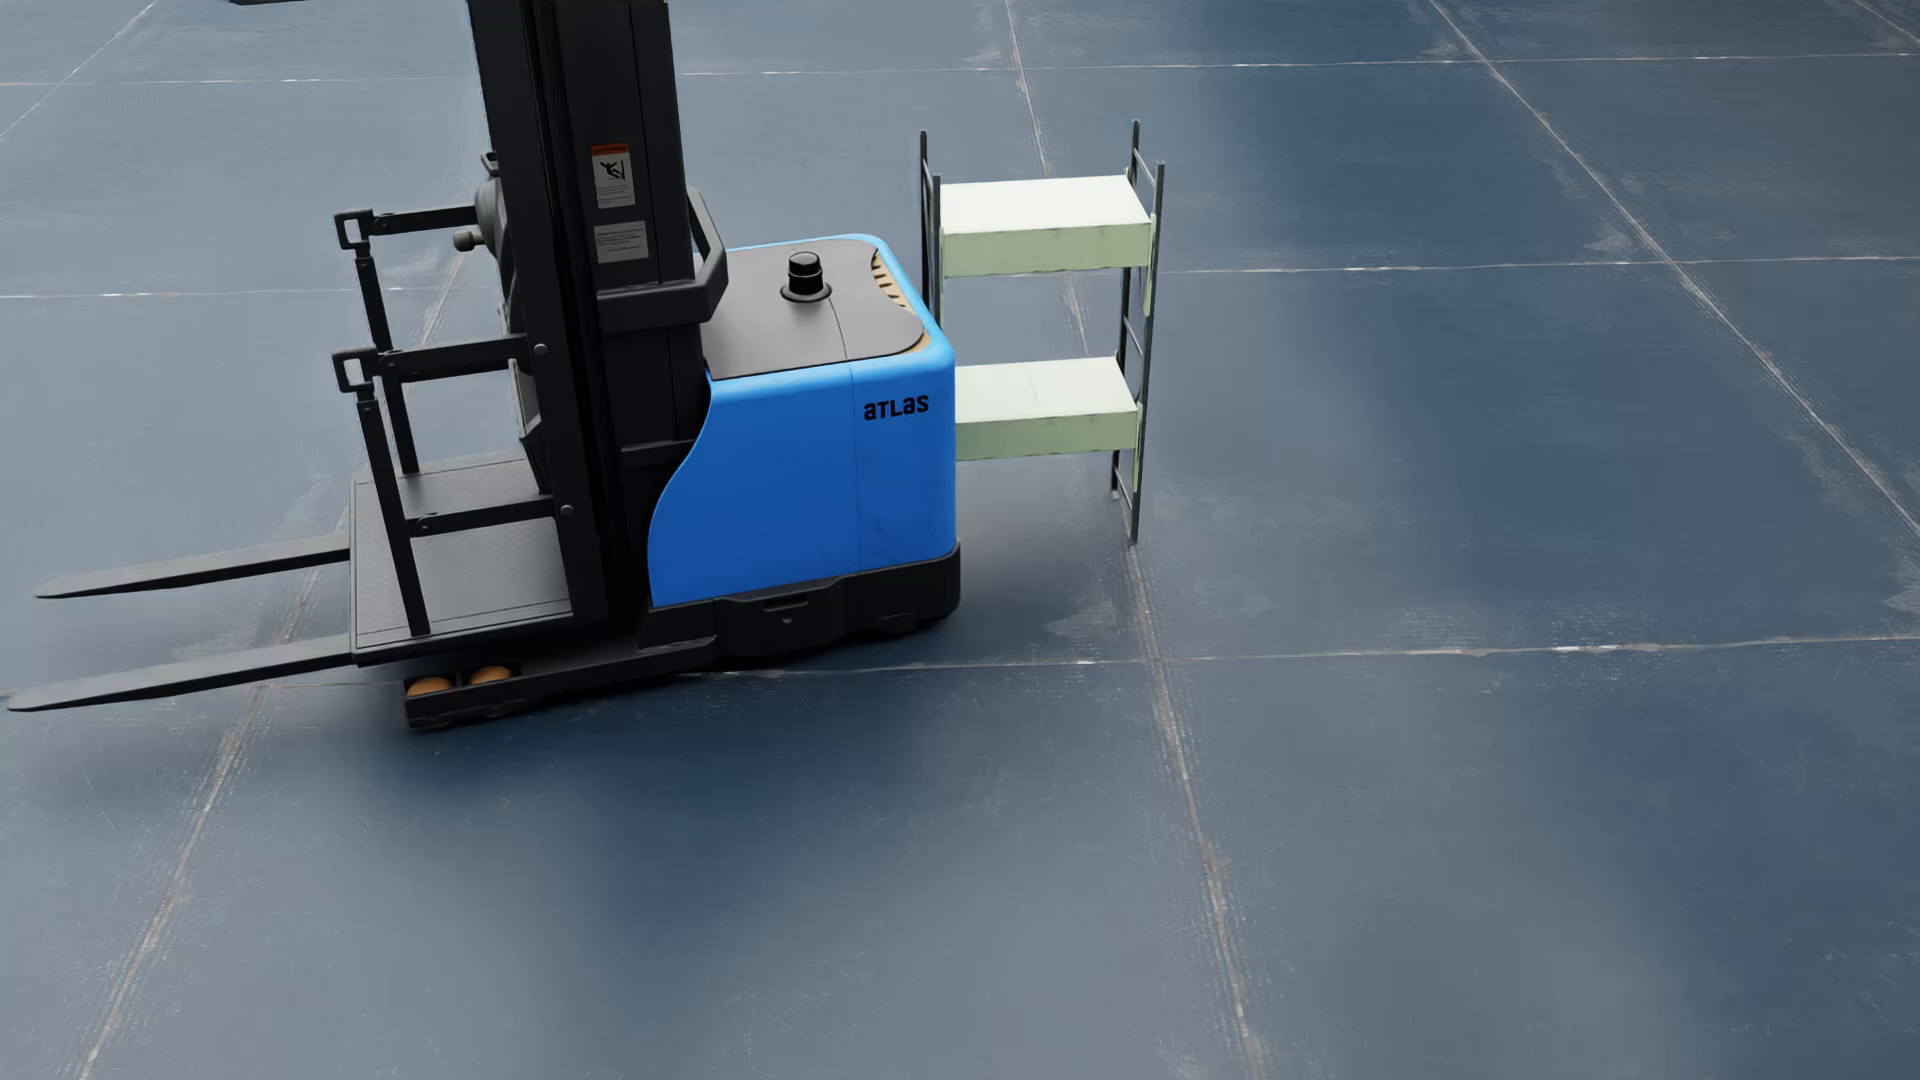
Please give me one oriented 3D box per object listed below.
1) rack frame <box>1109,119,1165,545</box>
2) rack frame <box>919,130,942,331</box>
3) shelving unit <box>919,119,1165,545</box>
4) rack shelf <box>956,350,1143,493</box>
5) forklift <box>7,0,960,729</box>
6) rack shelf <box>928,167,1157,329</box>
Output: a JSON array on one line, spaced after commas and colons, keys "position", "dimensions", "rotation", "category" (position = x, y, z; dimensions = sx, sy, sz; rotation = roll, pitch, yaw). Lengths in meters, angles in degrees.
[{"position": [0.626, -0.711, 5.959], "dimensions": [0.023, 1.500, 0.400], "rotation": [-4, 35, -6], "category": "rack frame"}, {"position": [-0.100, -0.656, 5.879], "dimensions": [0.023, 1.500, 0.400], "rotation": [-4, 35, -6], "category": "rack frame"}, {"position": [0.263, -0.683, 5.919], "dimensions": [0.755, 1.500, 0.431], "rotation": [-4, 35, -6], "category": "shelving unit"}, {"position": [0.263, -0.415, 6.105], "dimensions": [0.720, 0.370, 0.431], "rotation": [-4, 35, -6], "category": "rack shelf"}, {"position": [-1.576, -0.933, 5.022], "dimensions": [3.031, 2.935, 1.130], "rotation": [-10, 36, -14], "category": "forklift"}, {"position": [0.263, -1.004, 5.697], "dimensions": [0.720, 0.370, 0.431], "rotation": [-4, 35, -6], "category": "rack shelf"}]
